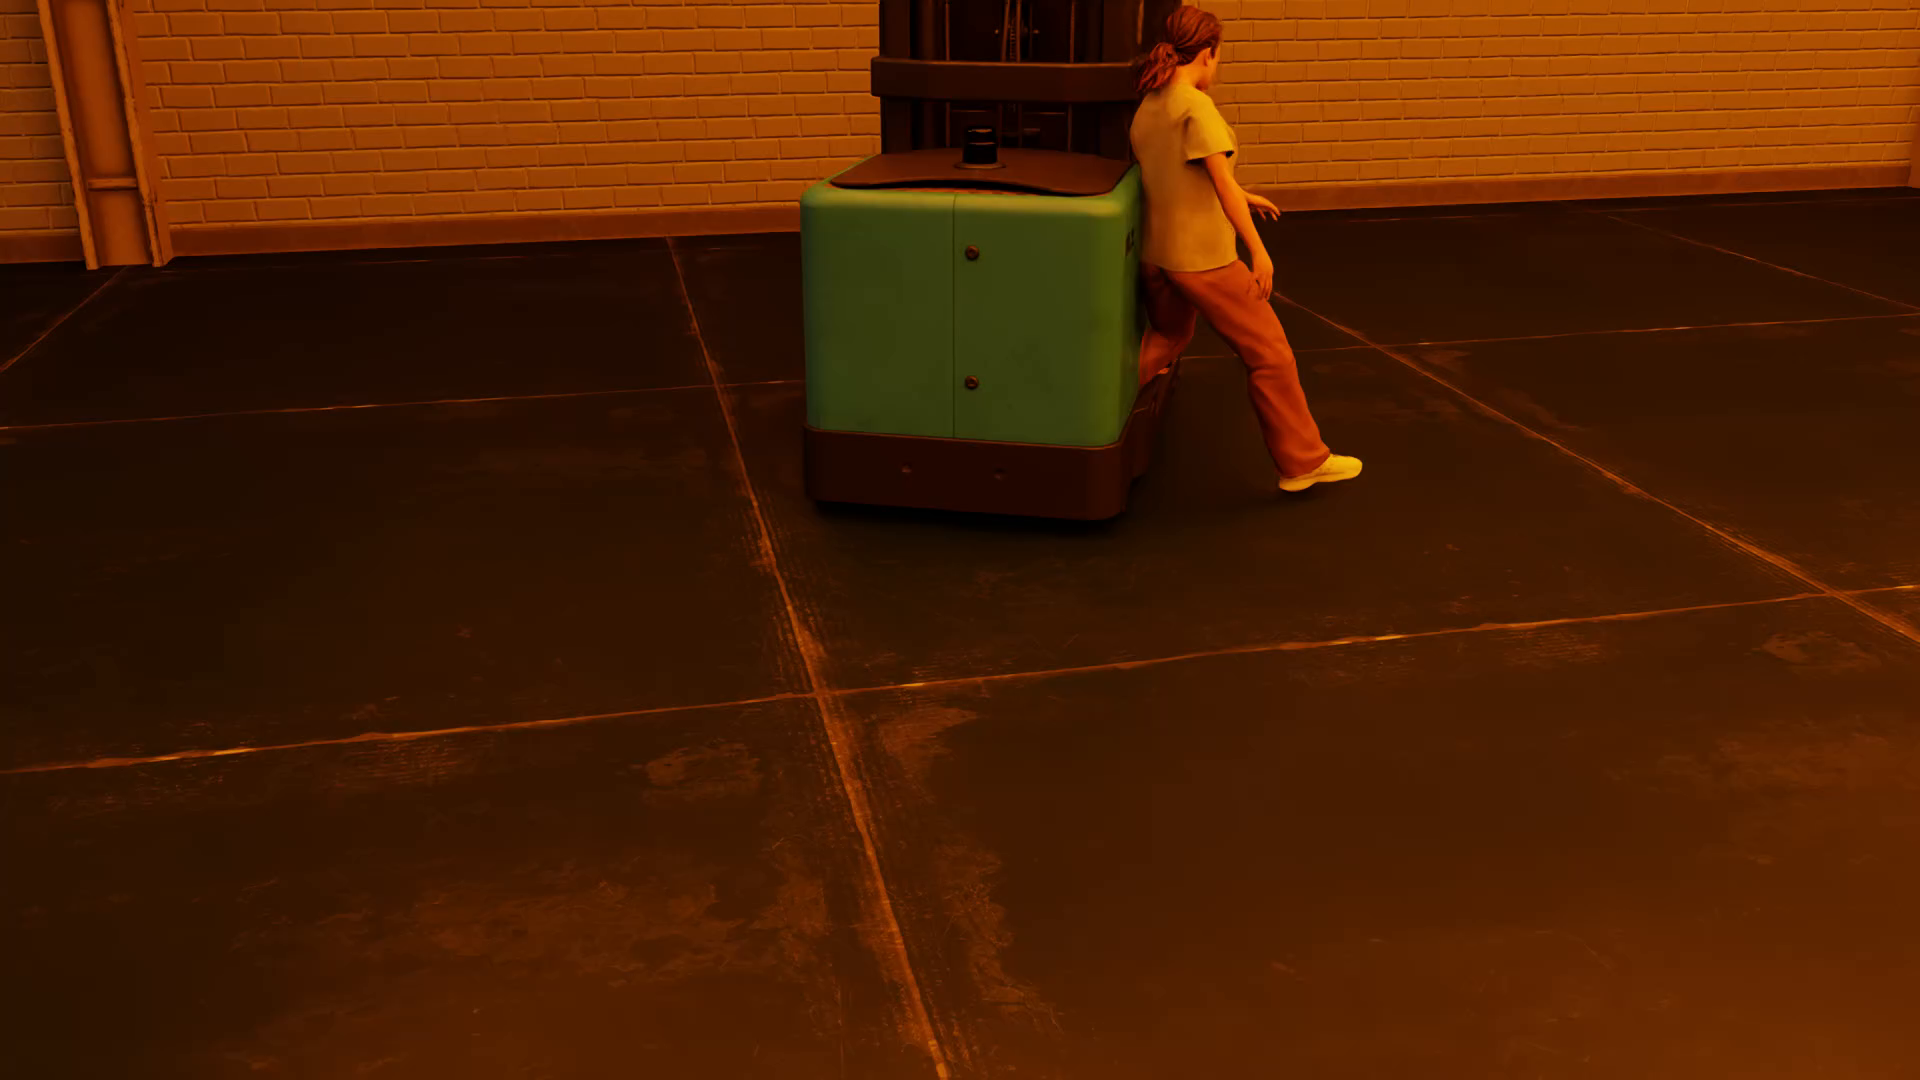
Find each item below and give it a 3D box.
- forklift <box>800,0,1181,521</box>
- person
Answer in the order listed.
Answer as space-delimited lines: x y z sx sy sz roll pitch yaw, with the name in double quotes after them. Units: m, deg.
0.299 -1.923 6.224 1.130 2.935 3.031 4 21 11 "forklift"
0.874 -0.943 5.496 0.857 1.564 0.764 -11 24 -27 "person"
